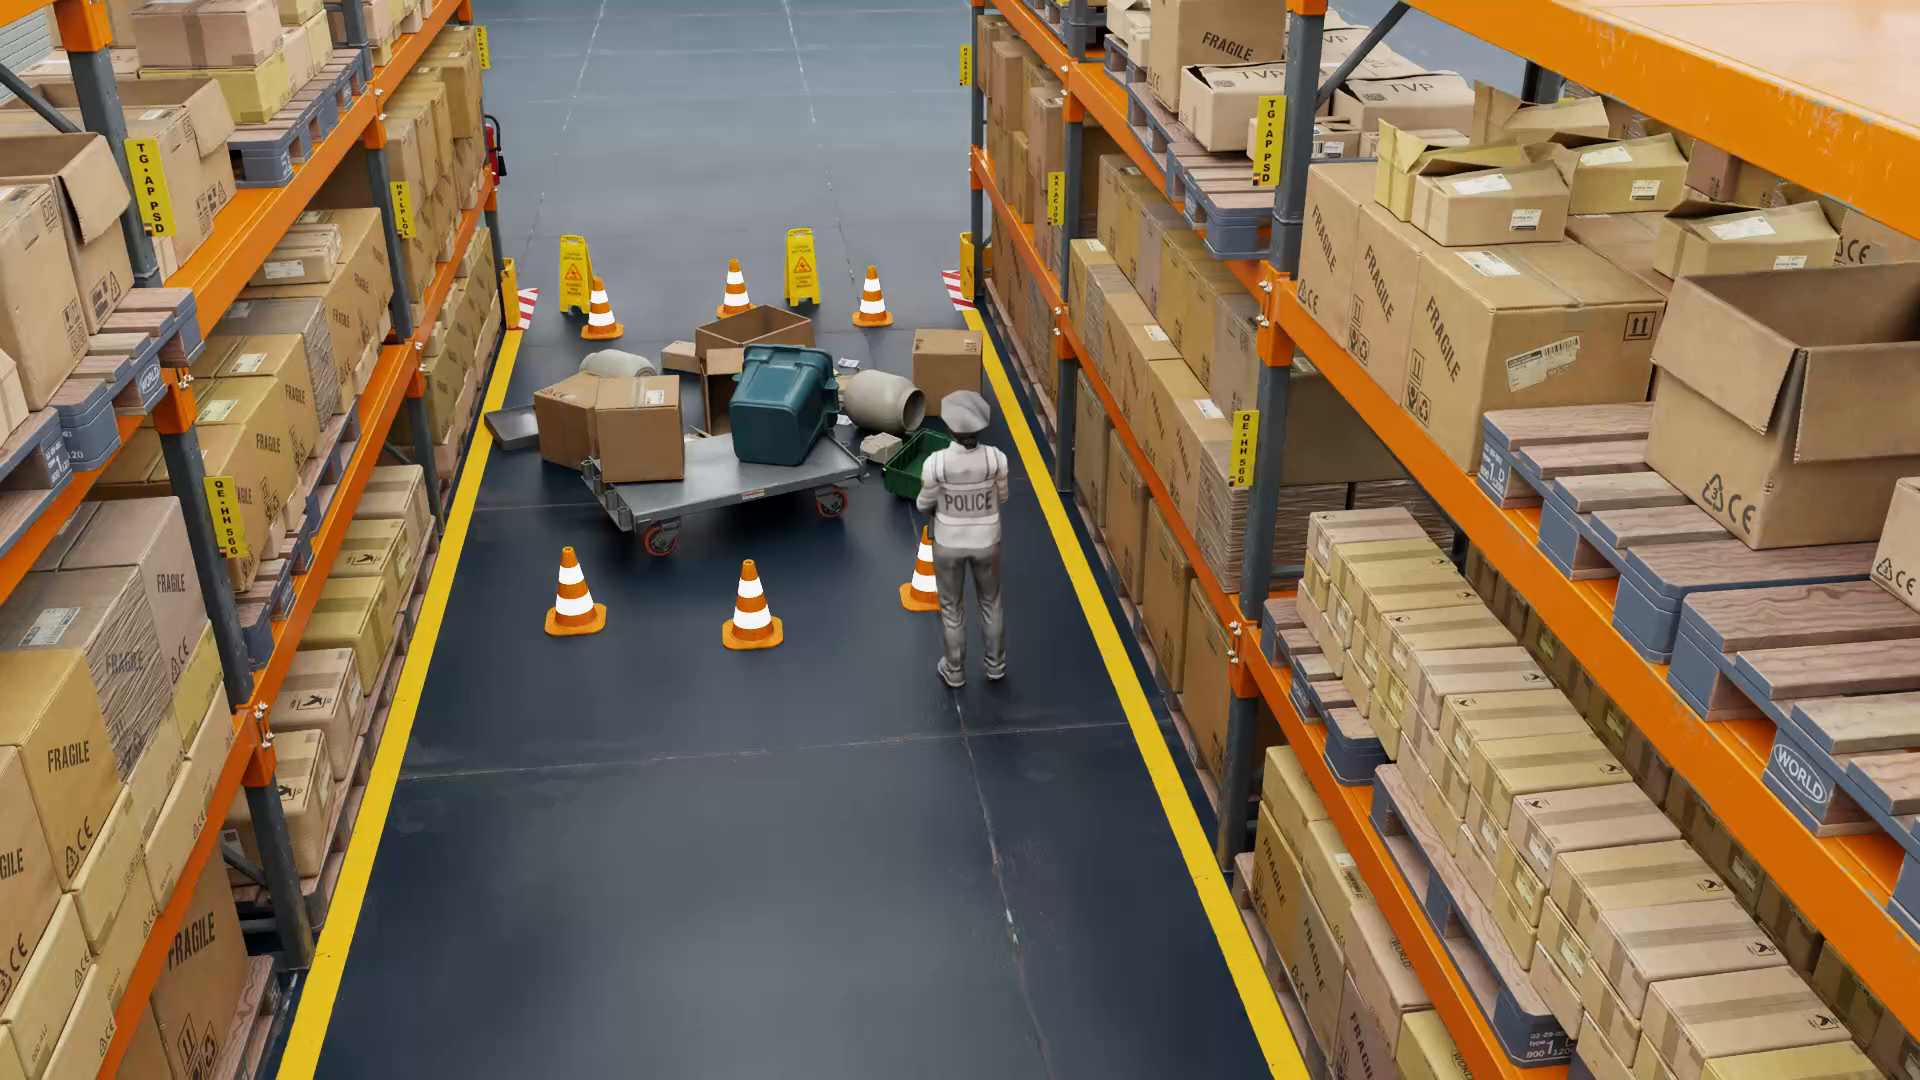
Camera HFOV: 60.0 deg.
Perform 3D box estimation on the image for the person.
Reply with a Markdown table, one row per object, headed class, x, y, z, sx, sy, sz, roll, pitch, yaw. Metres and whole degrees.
| class | x | y | z | sx | sy | sz | roll | pitch | yaw |
| --- | --- | --- | --- | --- | --- | --- | --- | --- | --- |
| person | 0.021 | -0.012 | 8.599 | 0.492 | 1.701 | 0.539 | -4 | 28 | -7 |
